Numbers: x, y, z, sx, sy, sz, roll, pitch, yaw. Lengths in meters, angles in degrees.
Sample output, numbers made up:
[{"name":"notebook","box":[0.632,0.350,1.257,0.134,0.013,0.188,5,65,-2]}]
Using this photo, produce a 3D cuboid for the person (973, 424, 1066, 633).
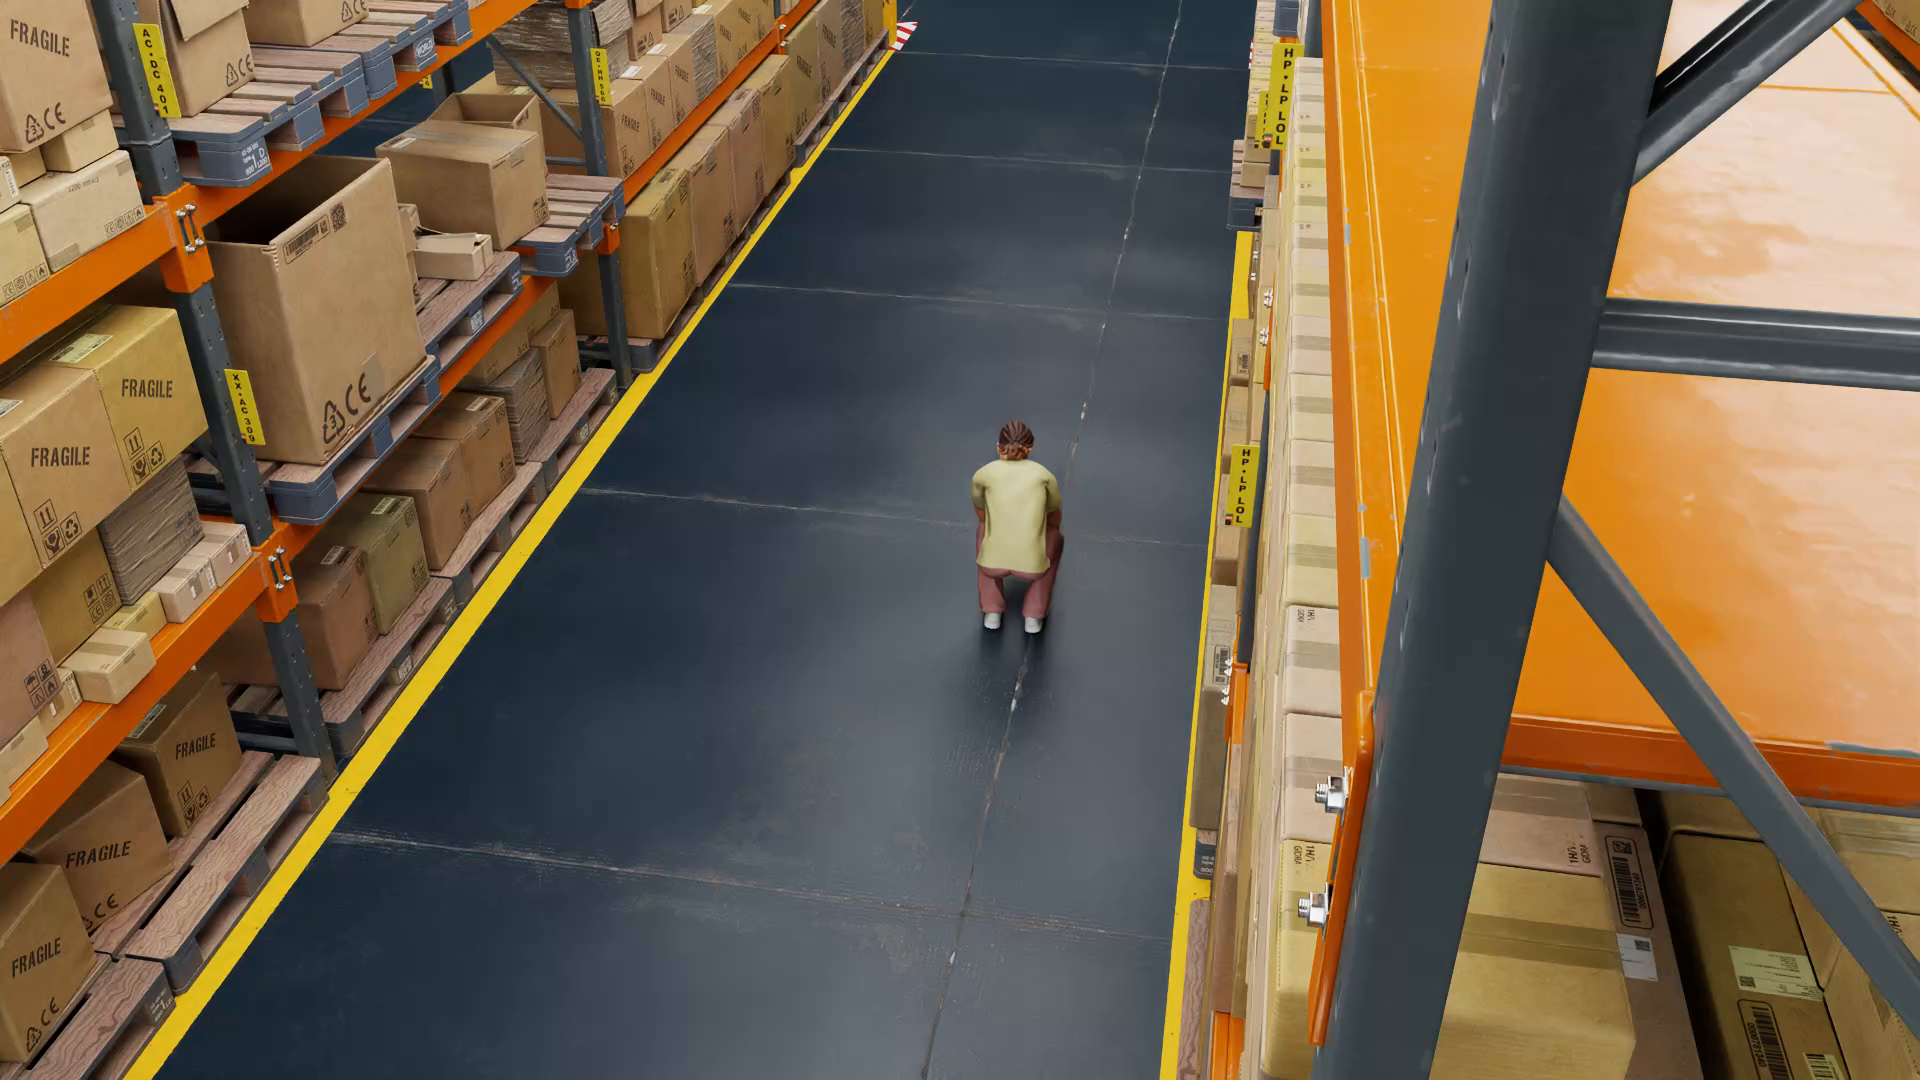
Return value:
[{"name":"person","box":[0.295,-0.067,8.554,0.489,0.929,0.806,5,33,8]}]
